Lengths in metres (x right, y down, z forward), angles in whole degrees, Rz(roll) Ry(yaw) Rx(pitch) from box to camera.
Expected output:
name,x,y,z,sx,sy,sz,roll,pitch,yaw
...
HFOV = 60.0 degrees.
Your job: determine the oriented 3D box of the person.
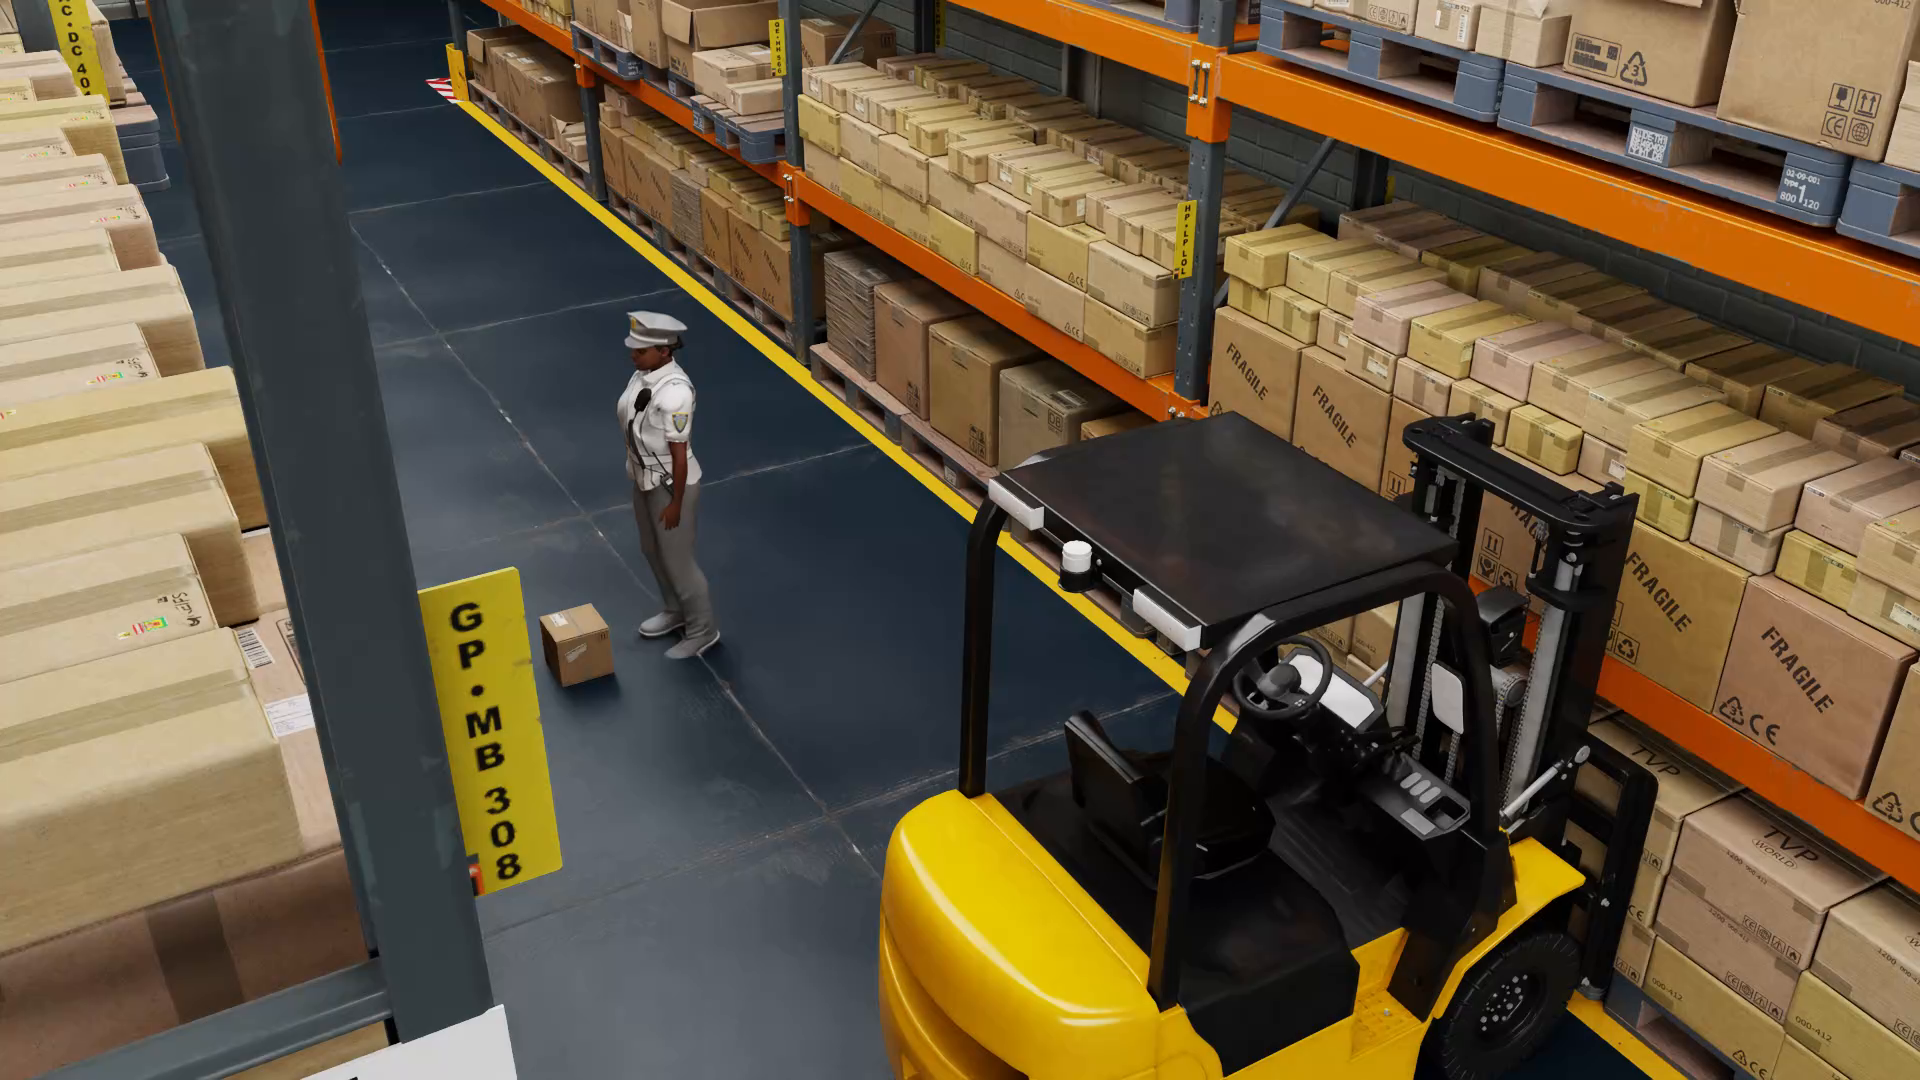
name,x,y,z,sx,sy,sz,roll,pitch,yaw
person,-1.347,-0.235,7.568,0.341,1.702,0.436,-15,33,-25
